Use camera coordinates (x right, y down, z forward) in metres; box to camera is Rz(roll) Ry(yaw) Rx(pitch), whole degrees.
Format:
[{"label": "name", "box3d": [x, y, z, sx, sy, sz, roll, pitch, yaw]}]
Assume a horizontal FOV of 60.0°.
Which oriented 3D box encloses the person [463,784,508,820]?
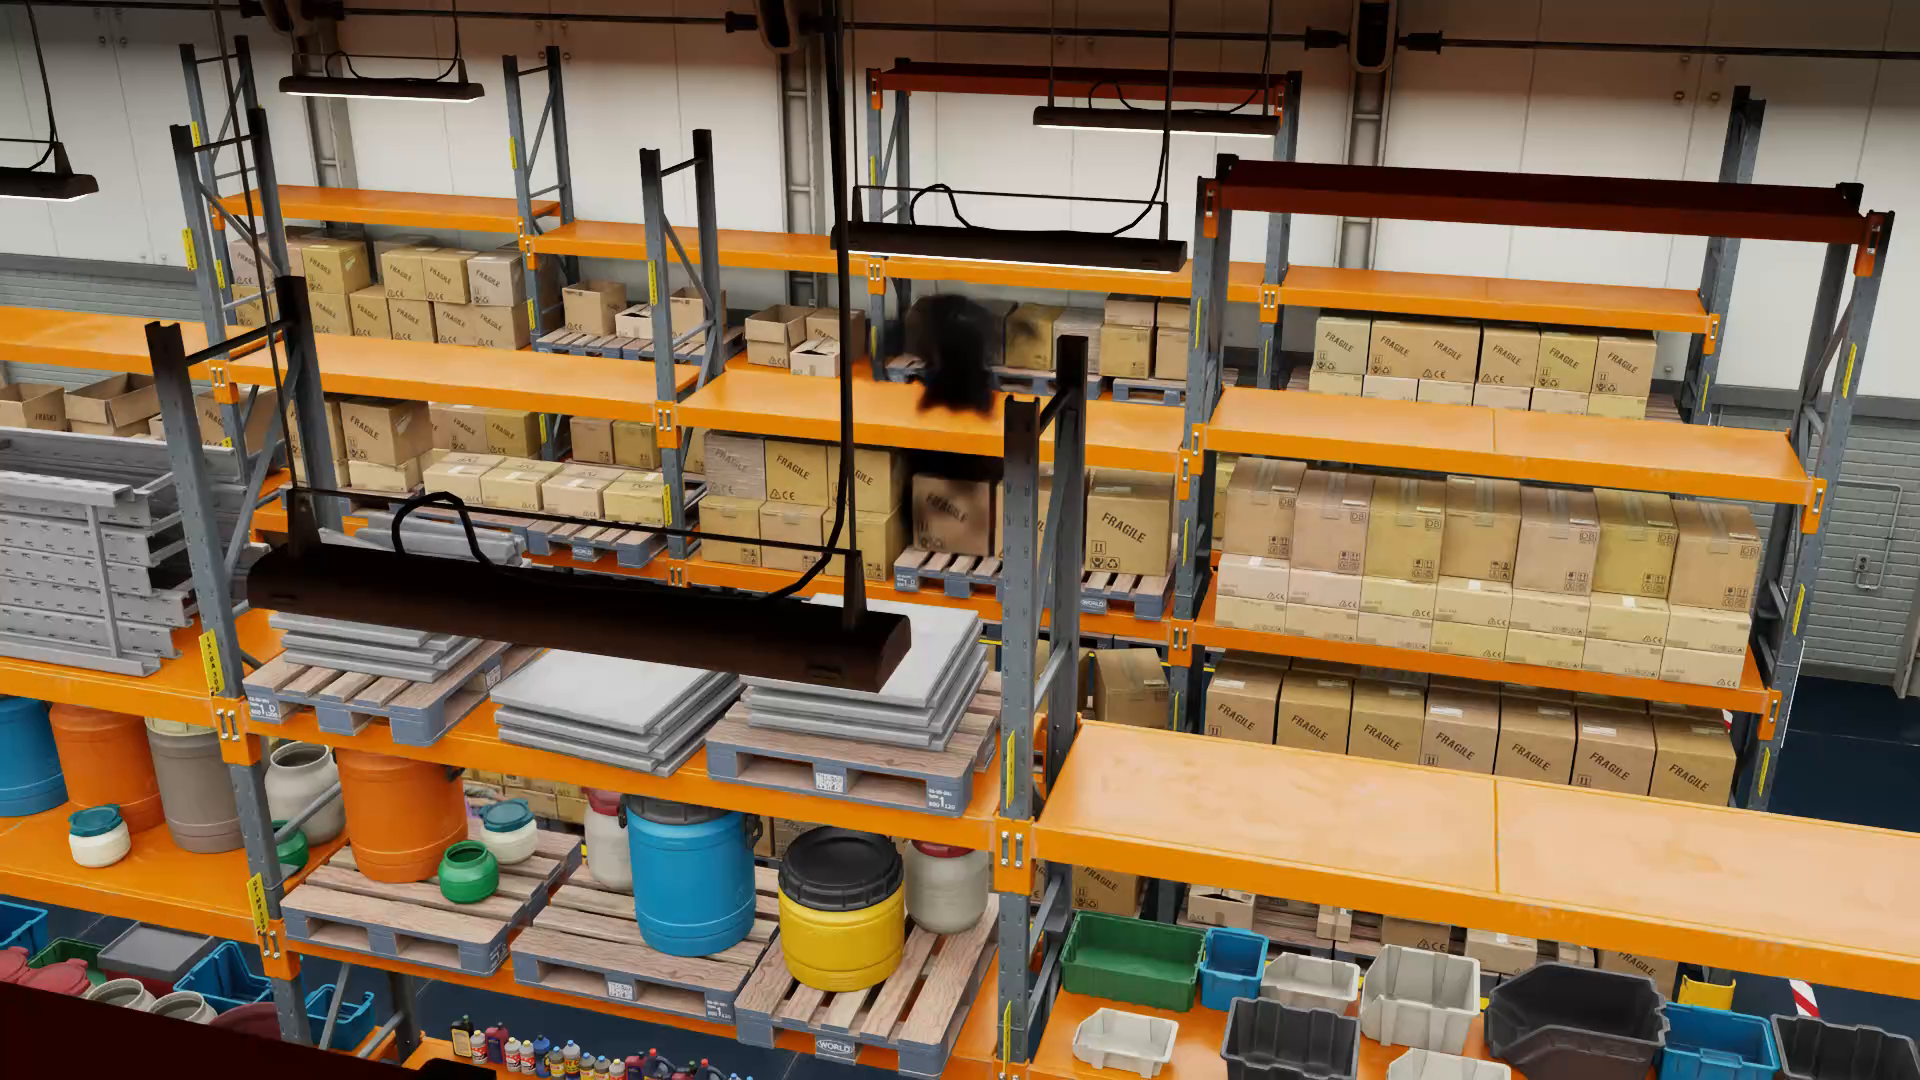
[{"label": "person", "box3d": [-3.903, 2.450, 13.099, 0.922, 1.341, 0.551, 9, 24, 20]}]
